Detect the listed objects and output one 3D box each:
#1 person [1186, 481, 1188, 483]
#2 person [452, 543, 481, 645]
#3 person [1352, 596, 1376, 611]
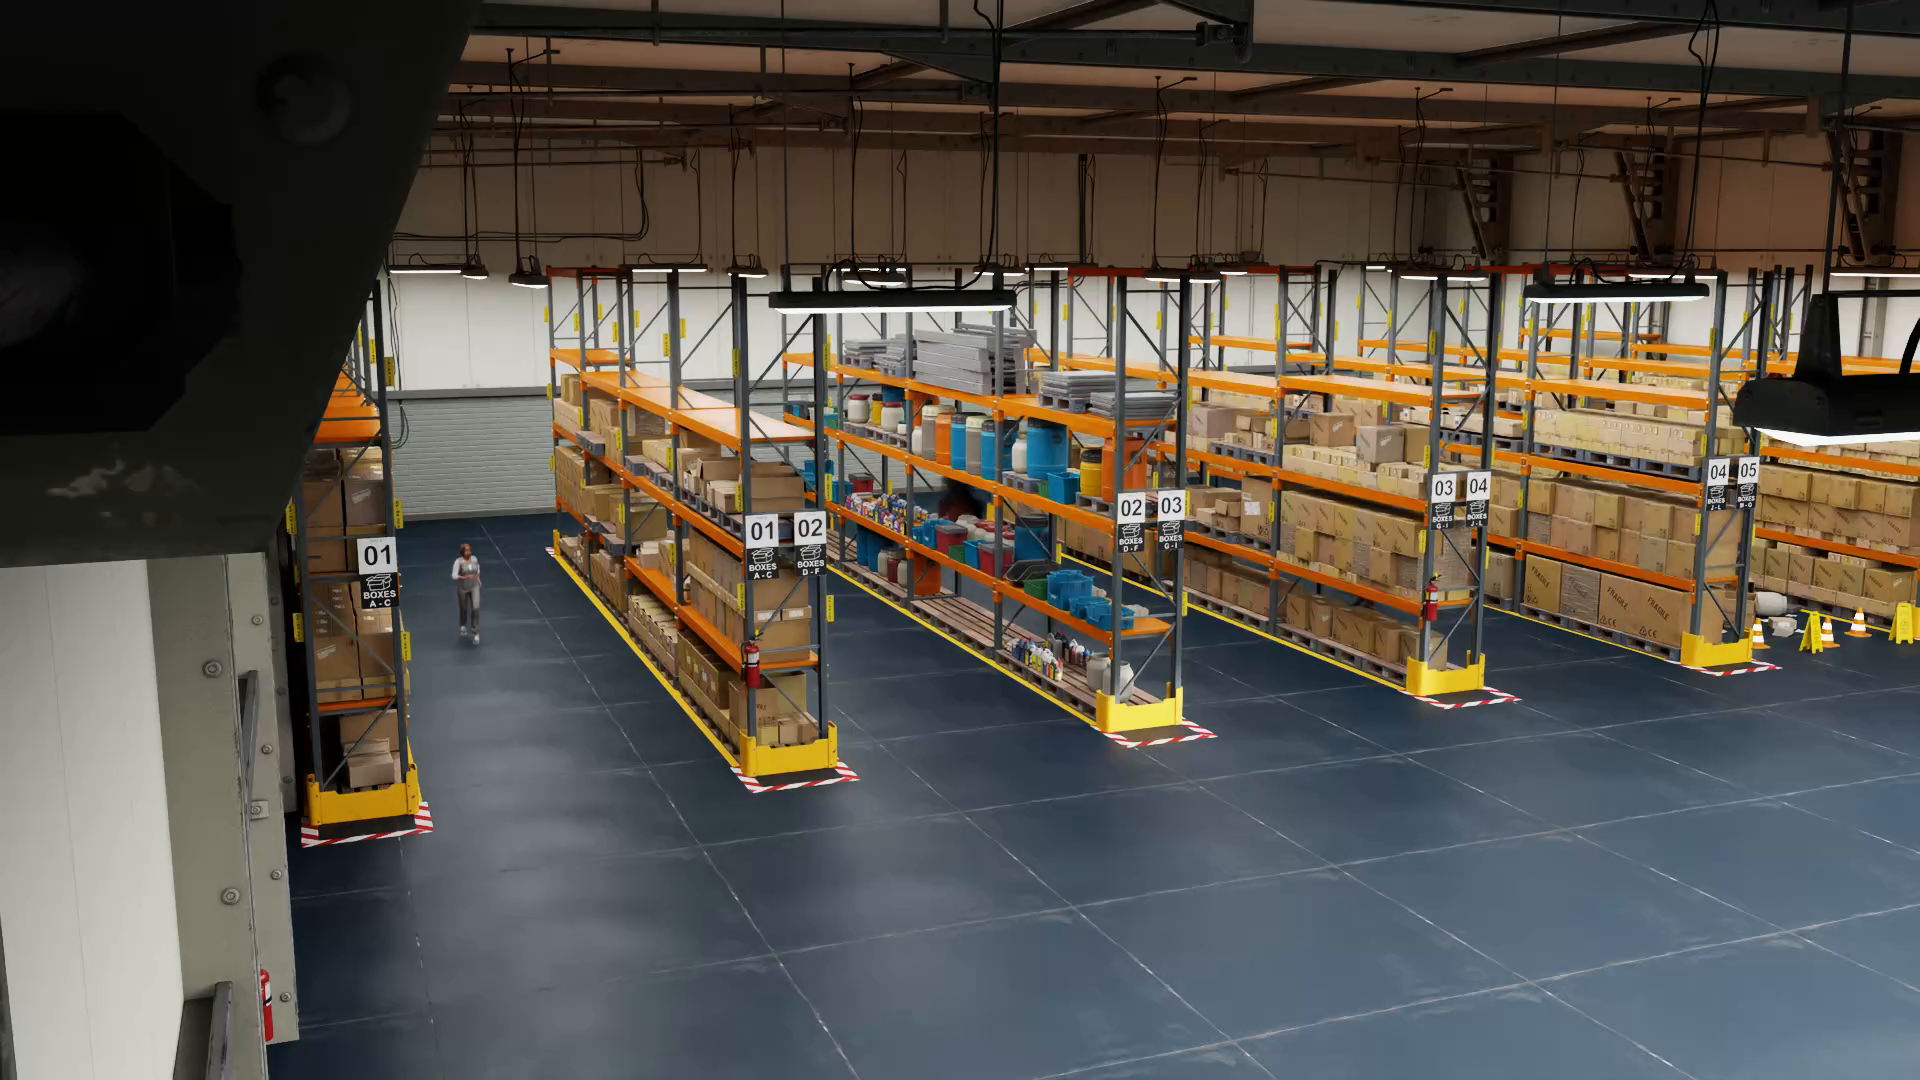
[{"bbox_3d":[4.712,-0.704,35.861,0.561,1.730,0.729,-5,11,-27],"label":"person"},{"bbox_3d":[-8.034,0.841,27.110,0.498,1.626,0.825,-5,11,-27],"label":"person"},{"bbox_3d":[7.262,0.474,29.052,0.692,1.711,0.649,-3,10,-15],"label":"person"}]
